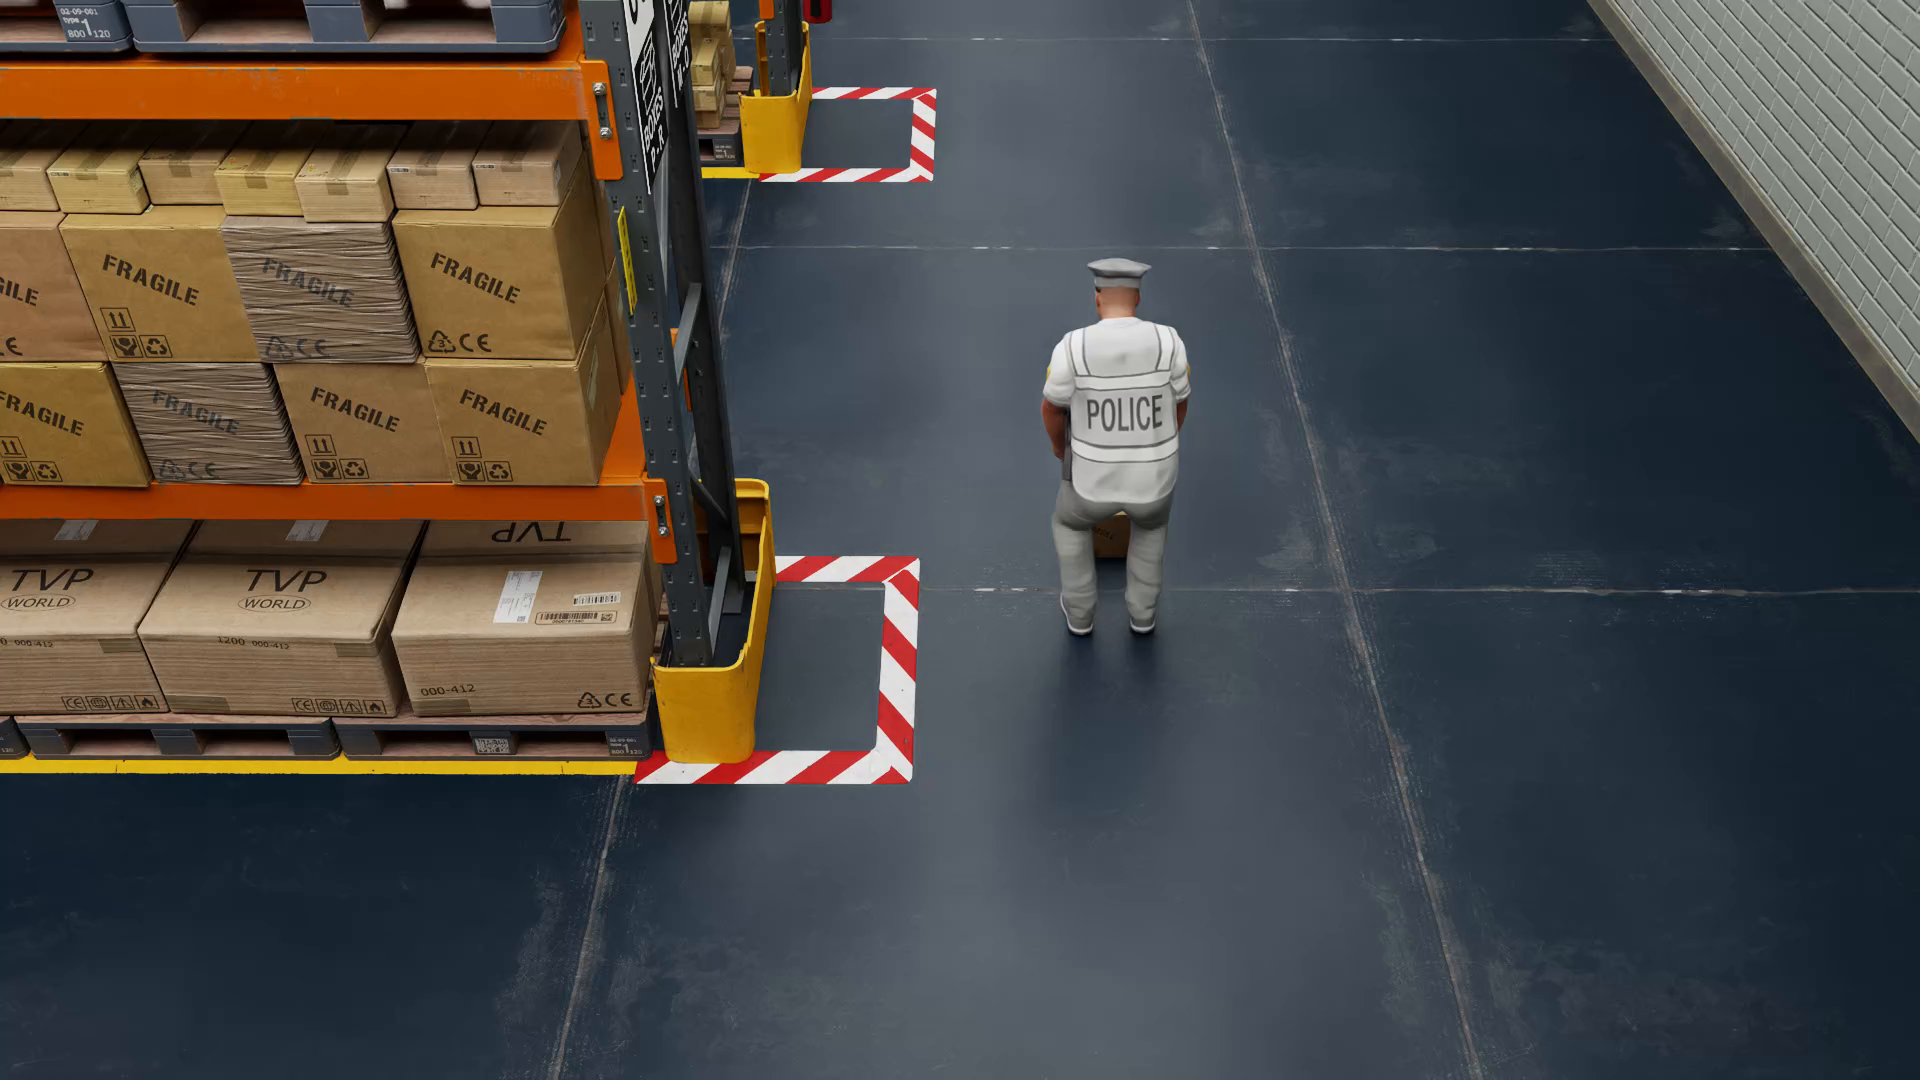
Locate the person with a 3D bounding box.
[{"bbox_3d":[0.605,-0.324,6.649,0.575,1.633,0.609,1,39,1],"label":"person"}]
